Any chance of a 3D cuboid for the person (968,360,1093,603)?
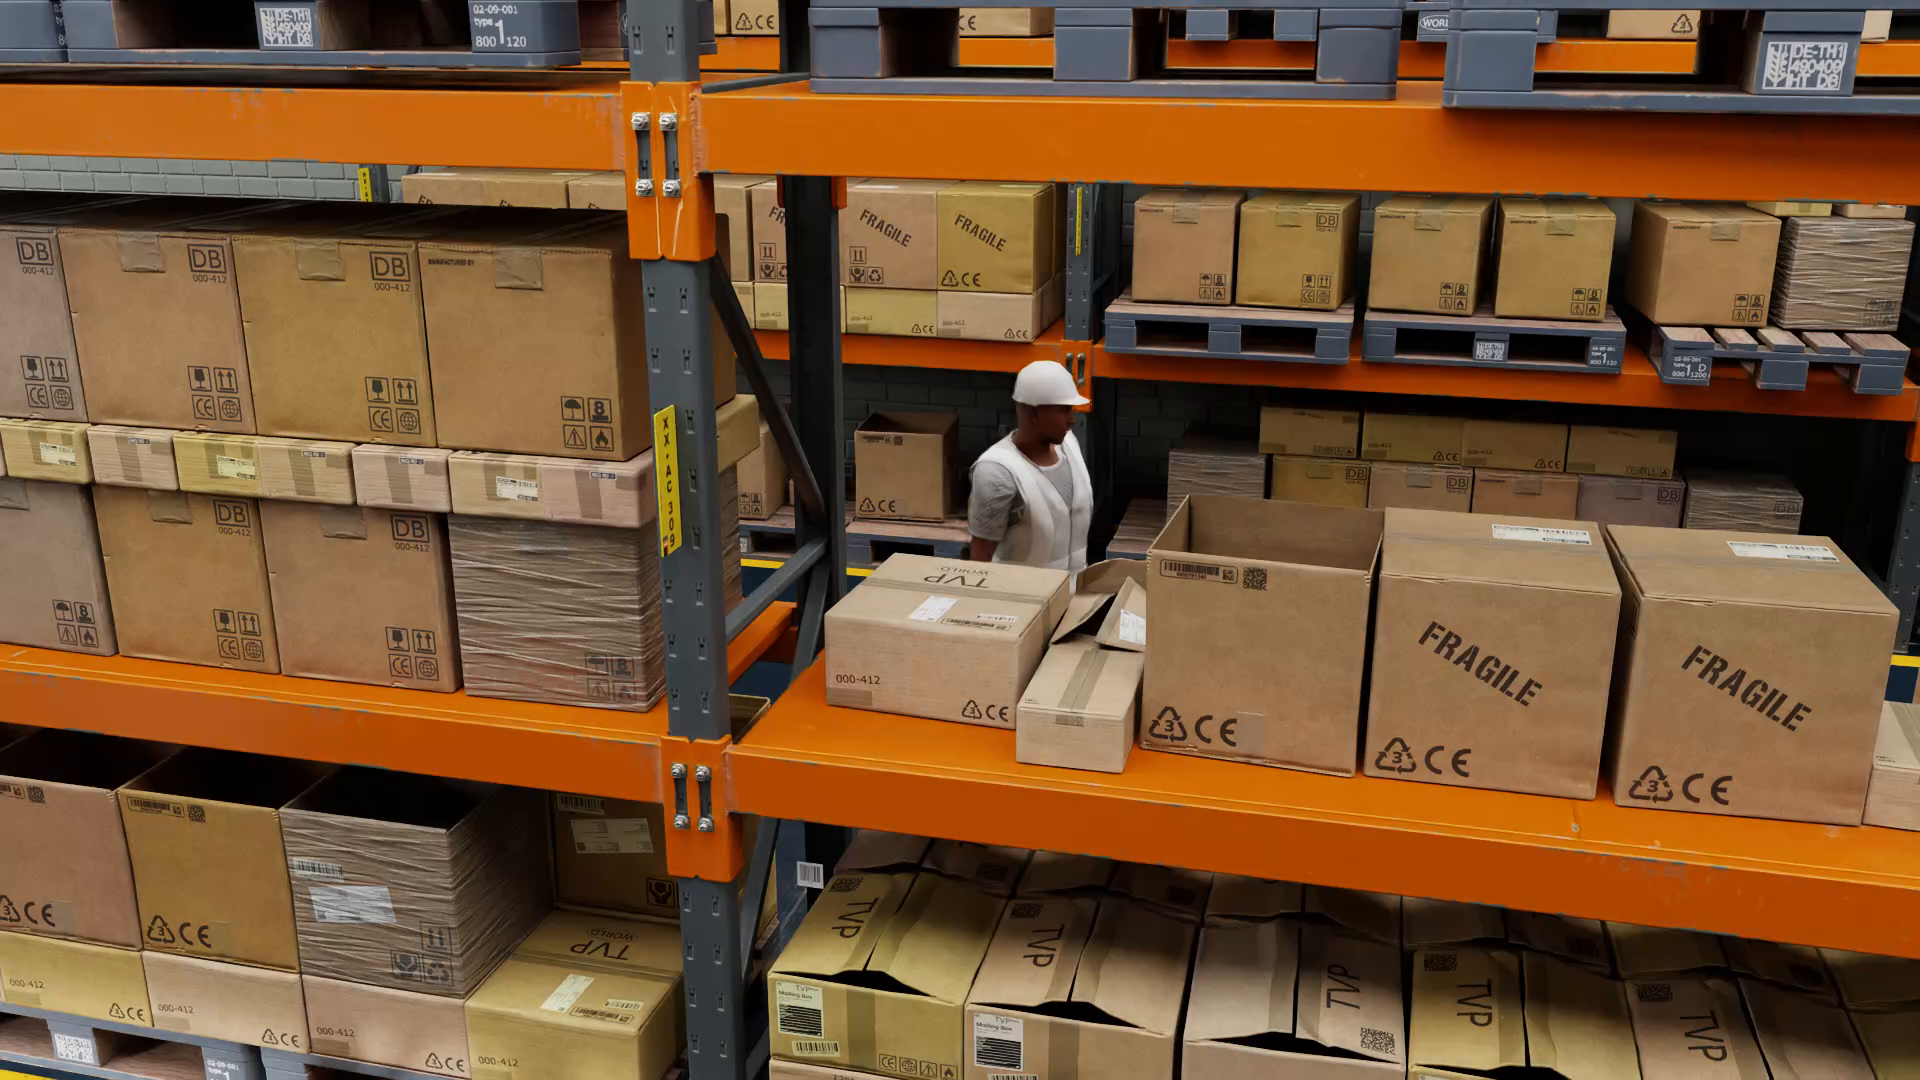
[{"bbox_3d":[0.249,0.229,6.054,0.411,1.800,0.684,15,23,39],"label":"person"}]
